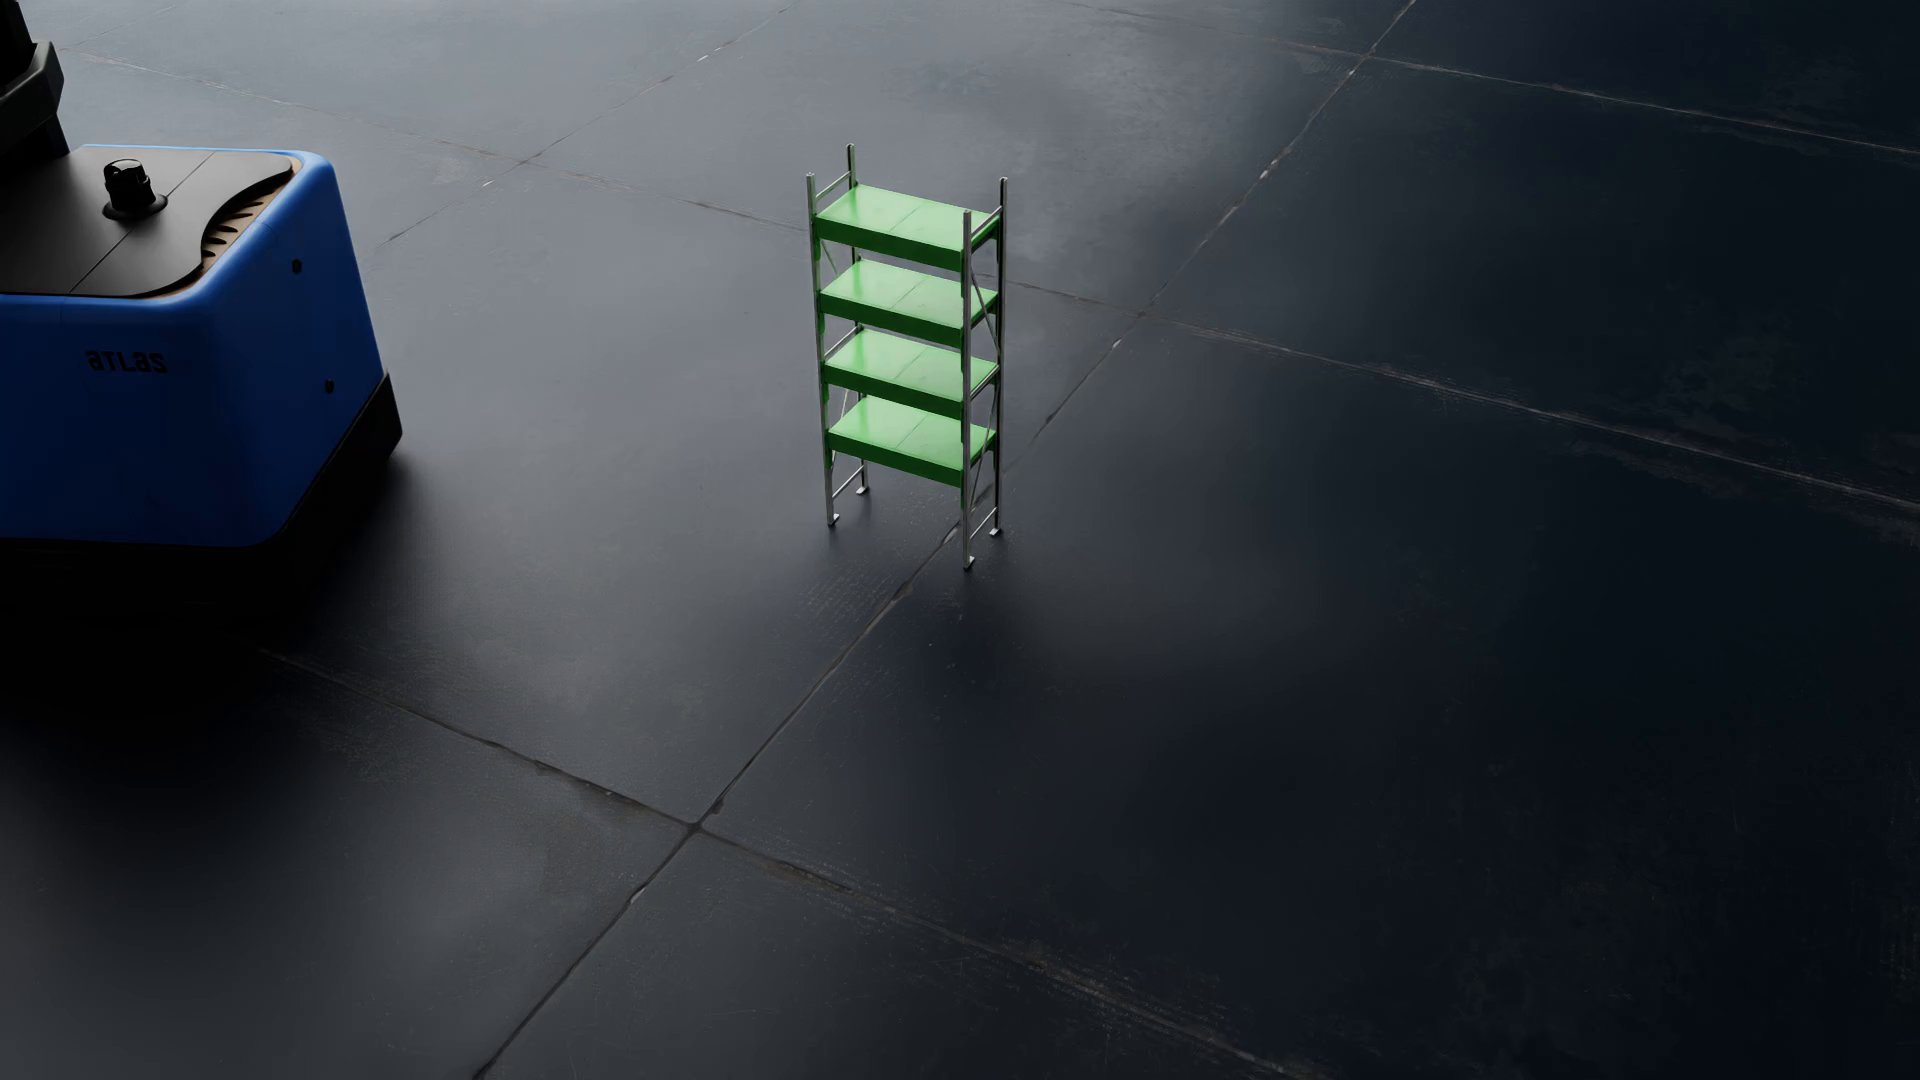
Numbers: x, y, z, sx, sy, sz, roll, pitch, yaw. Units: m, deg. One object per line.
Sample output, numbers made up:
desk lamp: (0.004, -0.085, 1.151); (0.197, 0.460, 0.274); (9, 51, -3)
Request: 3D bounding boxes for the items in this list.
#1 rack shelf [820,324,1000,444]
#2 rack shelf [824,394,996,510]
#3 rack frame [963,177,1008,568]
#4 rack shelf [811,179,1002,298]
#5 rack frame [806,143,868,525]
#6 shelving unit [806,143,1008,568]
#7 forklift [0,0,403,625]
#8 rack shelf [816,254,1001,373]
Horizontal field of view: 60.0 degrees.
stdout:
rack shelf: (-0.147, -0.473, 4.987); (0.480, 0.148, 0.258); (17, 41, 21)
rack shelf: (-0.147, -0.282, 5.132); (0.480, 0.148, 0.258); (17, 41, 21)
rack frame: (0.070, -0.456, 4.858); (0.015, 1.200, 0.240); (17, 41, 21)
rack shelf: (-0.147, -0.855, 4.696); (0.480, 0.148, 0.258); (17, 41, 21)
rack frame: (-0.364, -0.592, 5.037); (0.015, 1.200, 0.240); (17, 41, 21)
shelving unit: (-0.147, -0.524, 4.948); (0.503, 1.200, 0.258); (17, 41, 21)
forklift: (-3.418, -1.269, 4.497); (3.031, 2.935, 1.130); (3, 37, 3)
rack shelf: (-0.147, -0.664, 4.841); (0.480, 0.148, 0.258); (17, 41, 21)
